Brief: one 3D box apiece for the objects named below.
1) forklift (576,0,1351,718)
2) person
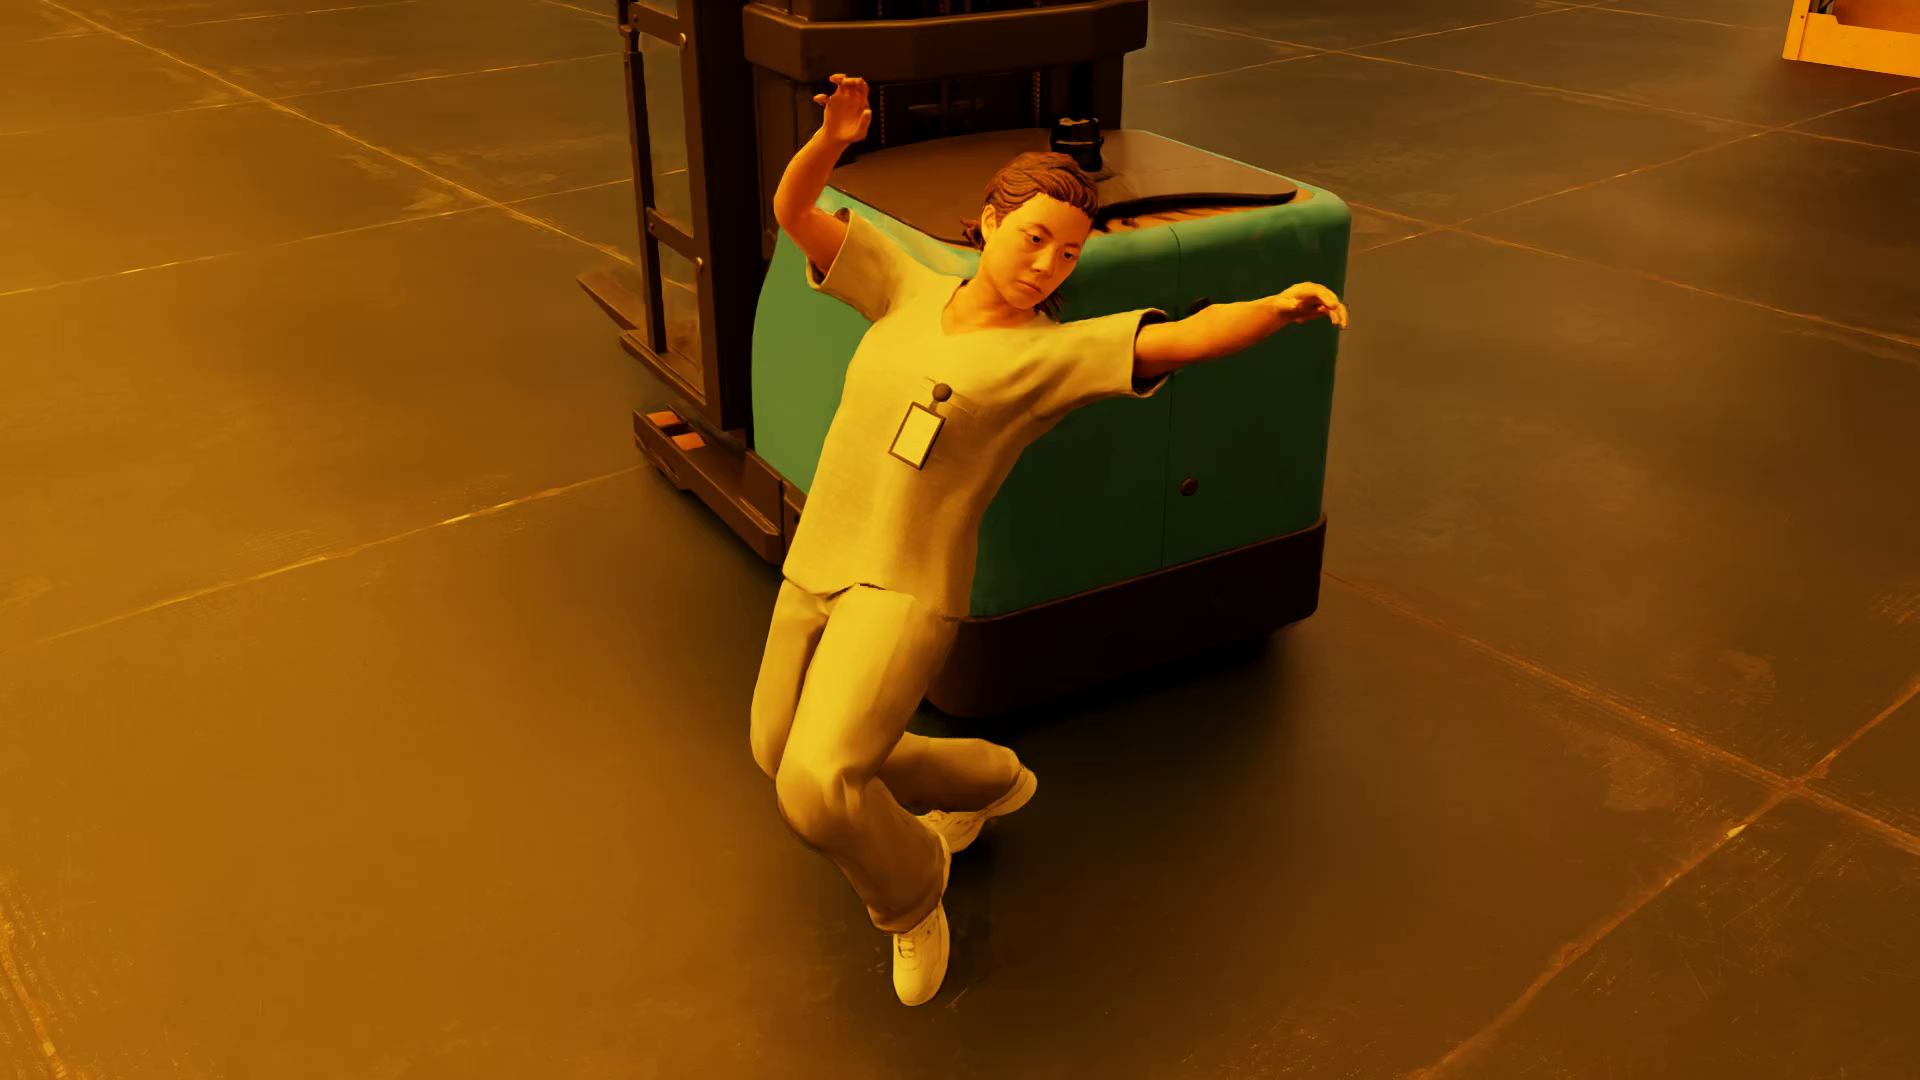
[{"bbox_3d":[-0.310,-1.547,4.321,1.130,2.935,3.031,-14,30,-27],"label":"forklift"},{"bbox_3d":[0.039,0.068,2.652,0.802,1.555,0.980,-23,35,-38],"label":"person"}]
